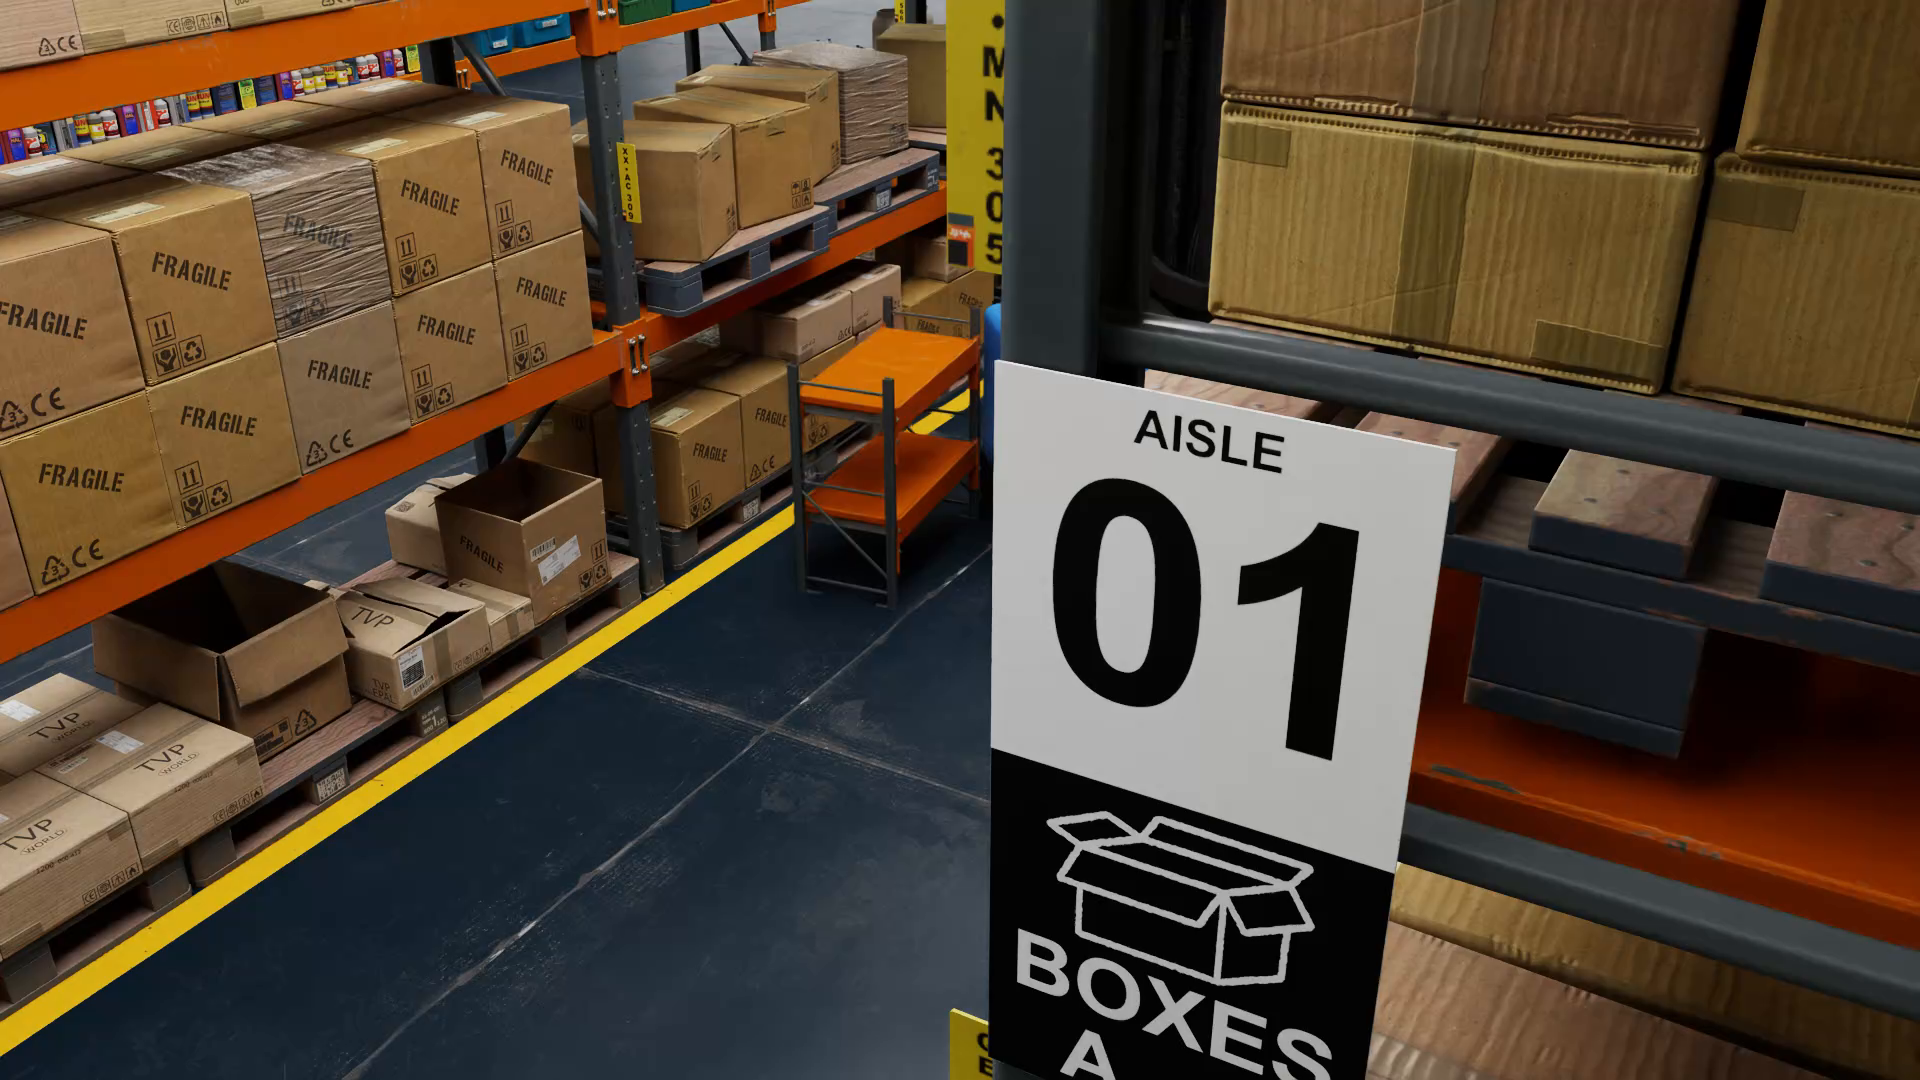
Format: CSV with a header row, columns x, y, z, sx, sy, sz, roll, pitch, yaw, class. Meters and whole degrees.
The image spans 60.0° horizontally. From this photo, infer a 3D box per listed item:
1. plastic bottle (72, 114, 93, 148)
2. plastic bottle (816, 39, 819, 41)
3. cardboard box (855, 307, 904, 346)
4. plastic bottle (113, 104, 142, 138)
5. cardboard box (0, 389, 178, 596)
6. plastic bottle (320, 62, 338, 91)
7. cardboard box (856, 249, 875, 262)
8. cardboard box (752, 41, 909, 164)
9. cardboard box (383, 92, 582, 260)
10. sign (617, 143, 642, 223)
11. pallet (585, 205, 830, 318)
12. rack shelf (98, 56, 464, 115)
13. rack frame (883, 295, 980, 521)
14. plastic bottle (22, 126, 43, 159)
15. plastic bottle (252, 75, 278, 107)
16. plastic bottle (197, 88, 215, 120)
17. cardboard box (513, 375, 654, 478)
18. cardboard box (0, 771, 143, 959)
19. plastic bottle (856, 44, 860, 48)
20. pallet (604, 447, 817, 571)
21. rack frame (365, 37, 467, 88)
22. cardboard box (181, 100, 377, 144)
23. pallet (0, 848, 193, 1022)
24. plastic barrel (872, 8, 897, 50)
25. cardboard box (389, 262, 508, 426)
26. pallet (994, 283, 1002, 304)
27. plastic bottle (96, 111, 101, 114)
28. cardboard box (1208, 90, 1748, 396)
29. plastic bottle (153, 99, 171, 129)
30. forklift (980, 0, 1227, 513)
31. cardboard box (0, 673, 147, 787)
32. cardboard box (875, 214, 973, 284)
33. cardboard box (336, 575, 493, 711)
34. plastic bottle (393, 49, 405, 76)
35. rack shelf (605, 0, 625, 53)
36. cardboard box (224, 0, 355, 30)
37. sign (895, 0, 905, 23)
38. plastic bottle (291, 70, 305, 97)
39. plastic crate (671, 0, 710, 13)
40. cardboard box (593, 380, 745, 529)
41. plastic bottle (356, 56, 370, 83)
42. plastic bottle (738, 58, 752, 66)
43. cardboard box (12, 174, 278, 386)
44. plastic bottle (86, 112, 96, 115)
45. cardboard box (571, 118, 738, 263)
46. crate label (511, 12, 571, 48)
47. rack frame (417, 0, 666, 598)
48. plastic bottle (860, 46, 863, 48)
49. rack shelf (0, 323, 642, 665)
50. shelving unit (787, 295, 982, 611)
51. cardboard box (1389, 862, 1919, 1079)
x,y,z,sx,sy,sz,roll,pitch,yaw,class
-5.339,-2.519,10.075,0.097,0.271,0.097,0,27,0,plastic bottle
-1.546,-5.235,17.900,0.061,0.283,0.133,15,30,27,plastic bottle
-0.644,-1.020,9.238,0.500,0.500,0.500,13,29,24,cardboard box
-5.170,-2.641,10.306,0.061,0.283,0.133,14,30,26,plastic bottle
-2.870,-0.204,5.195,0.500,0.500,0.500,14,30,26,cardboard box
-4.397,-3.266,11.566,0.097,0.271,0.097,0,27,0,plastic bottle
-0.606,-1.524,10.245,0.500,0.500,0.500,13,29,24,cardboard box
-0.708,-2.413,9.138,0.700,0.500,0.500,21,33,35,cardboard box
-1.872,-1.444,6.555,0.500,0.500,0.500,14,30,26,cardboard box
-1.372,-1.477,6.882,0.100,0.325,0.005,14,30,26,sign
-1.360,-1.408,7.926,1.003,0.211,1.213,14,30,26,pallet
-5.175,-2.756,11.209,1.077,0.370,4.000,14,30,26,rack shelf
-0.140,-0.647,8.286,0.500,1.125,0.032,10,28,19,rack frame
-5.501,-2.360,9.835,0.097,0.201,0.097,0,27,0,plastic bottle
-4.696,-3.085,11.118,0.144,0.351,0.185,14,30,26,plastic bottle
-4.901,-2.866,10.768,0.097,0.271,0.097,0,27,0,plastic bottle
-1.855,-0.541,8.280,0.500,0.500,0.500,14,30,26,cardboard box
-3.056,1.041,5.399,0.500,0.250,0.500,14,30,26,cardboard box
-1.072,-4.963,17.282,0.144,0.351,0.185,16,31,28,plastic bottle
-1.481,-0.285,8.583,1.003,0.211,1.213,14,30,26,pallet
-4.191,-3.857,12.605,1.000,3.000,0.127,14,30,26,rack frame
-2.579,-1.375,6.417,0.500,0.500,0.500,13,29,25,cardboard box
-3.387,1.259,5.499,1.003,0.211,1.213,14,30,26,pallet
-0.760,-5.582,18.360,0.421,0.512,0.421,0,27,0,plastic barrel
-2.123,-0.798,6.382,0.500,0.500,0.500,15,30,28,cardboard box
0.558,-1.830,11.671,1.003,0.211,1.213,14,30,26,pallet
-5.639,-2.949,10.930,0.152,0.276,0.135,14,30,26,plastic bottle
0.628,-0.409,1.951,0.500,0.250,0.500,15,30,28,cardboard box
-5.063,-2.706,10.527,0.097,0.201,0.097,0,27,0,plastic bottle
1.677,-1.458,7.889,3.031,2.935,1.130,-6,27,-11,forklift
-3.270,0.756,5.970,0.500,0.250,0.500,14,30,26,cardboard box
-0.160,-1.740,9.839,0.500,0.250,0.500,15,30,28,cardboard box
-2.251,0.376,6.660,0.500,0.311,0.500,14,30,26,cardboard box
-4.092,-3.476,12.065,0.097,0.201,0.097,0,27,0,plastic bottle
-0.864,-3.005,8.355,1.077,0.370,4.000,14,30,26,rack shelf
-2.350,-1.843,5.398,0.500,0.250,0.500,14,30,26,cardboard box
-0.365,-3.404,10.405,0.100,0.325,0.005,14,30,26,sign
-4.540,-3.120,11.355,0.097,0.201,0.097,0,27,0,plastic bottle
-2.495,-4.911,14.727,0.392,0.384,0.575,14,30,26,plastic crate
-1.398,-0.420,8.039,0.500,0.500,0.500,13,29,24,cardboard box
-4.253,-3.348,11.809,0.097,0.201,0.097,0,27,0,plastic bottle
-2.158,-4.743,16.841,0.144,0.351,0.185,13,30,25,plastic bottle
-2.618,-0.851,5.371,0.500,0.500,0.500,14,30,26,cardboard box
-5.635,-2.837,10.710,0.097,0.271,0.097,0,27,0,plastic bottle
-1.421,-1.574,7.463,0.700,0.500,0.500,4,27,9,cardboard box
-3.467,-4.201,13.251,0.502,0.435,0.616,14,30,26,crate label
-1.848,-1.206,7.309,1.000,3.000,0.127,14,30,26,rack frame
-1.018,-5.076,17.582,0.061,0.283,0.133,14,30,26,plastic bottle
-2.832,-0.105,5.913,1.077,0.370,4.000,14,30,26,rack shelf
-0.329,-0.436,7.864,0.538,1.125,1.048,10,28,19,shelving unit
1.089,0.821,2.924,0.980,0.700,0.700,14,30,26,cardboard box
